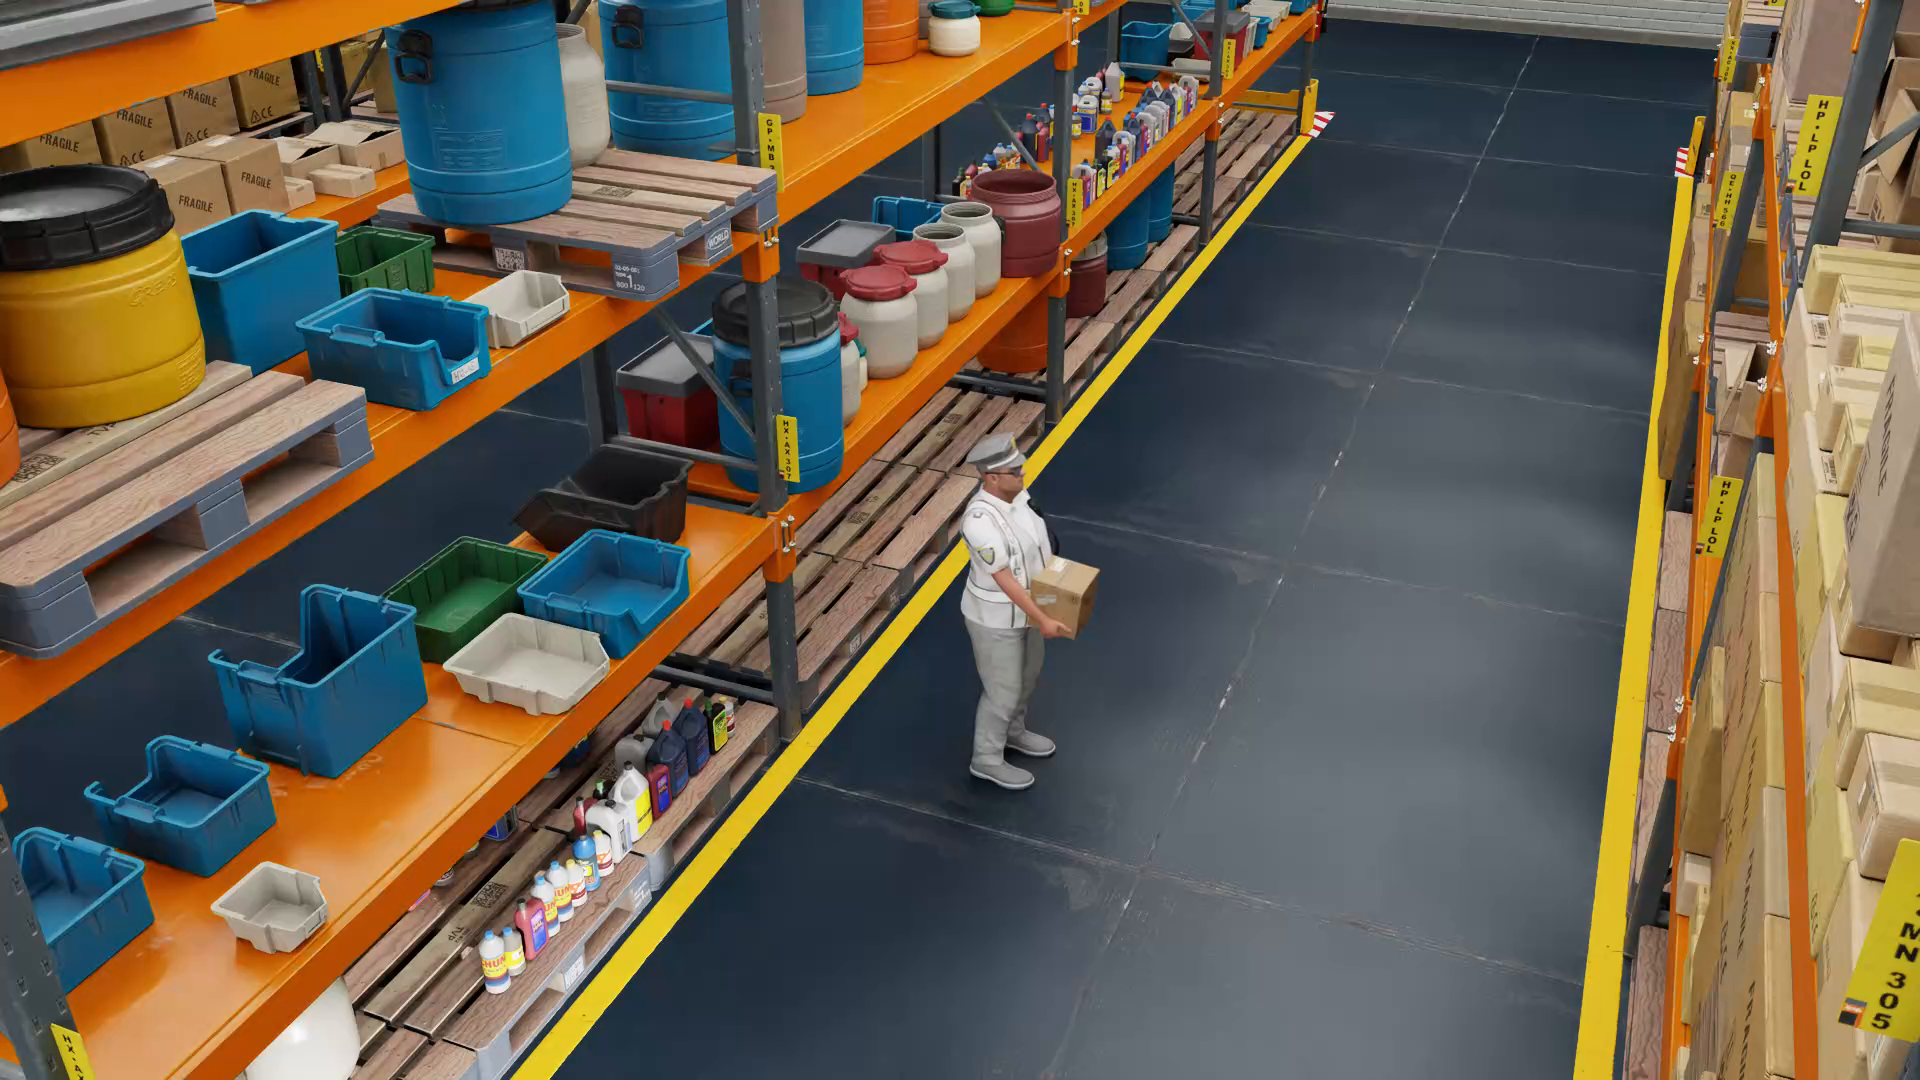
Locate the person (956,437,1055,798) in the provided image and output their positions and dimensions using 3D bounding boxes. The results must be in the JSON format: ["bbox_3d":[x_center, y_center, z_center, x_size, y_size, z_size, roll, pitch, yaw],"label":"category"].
[{"bbox_3d":[0.221,0.323,7.819,0.442,1.748,0.578,10,31,17],"label":"person"}]
